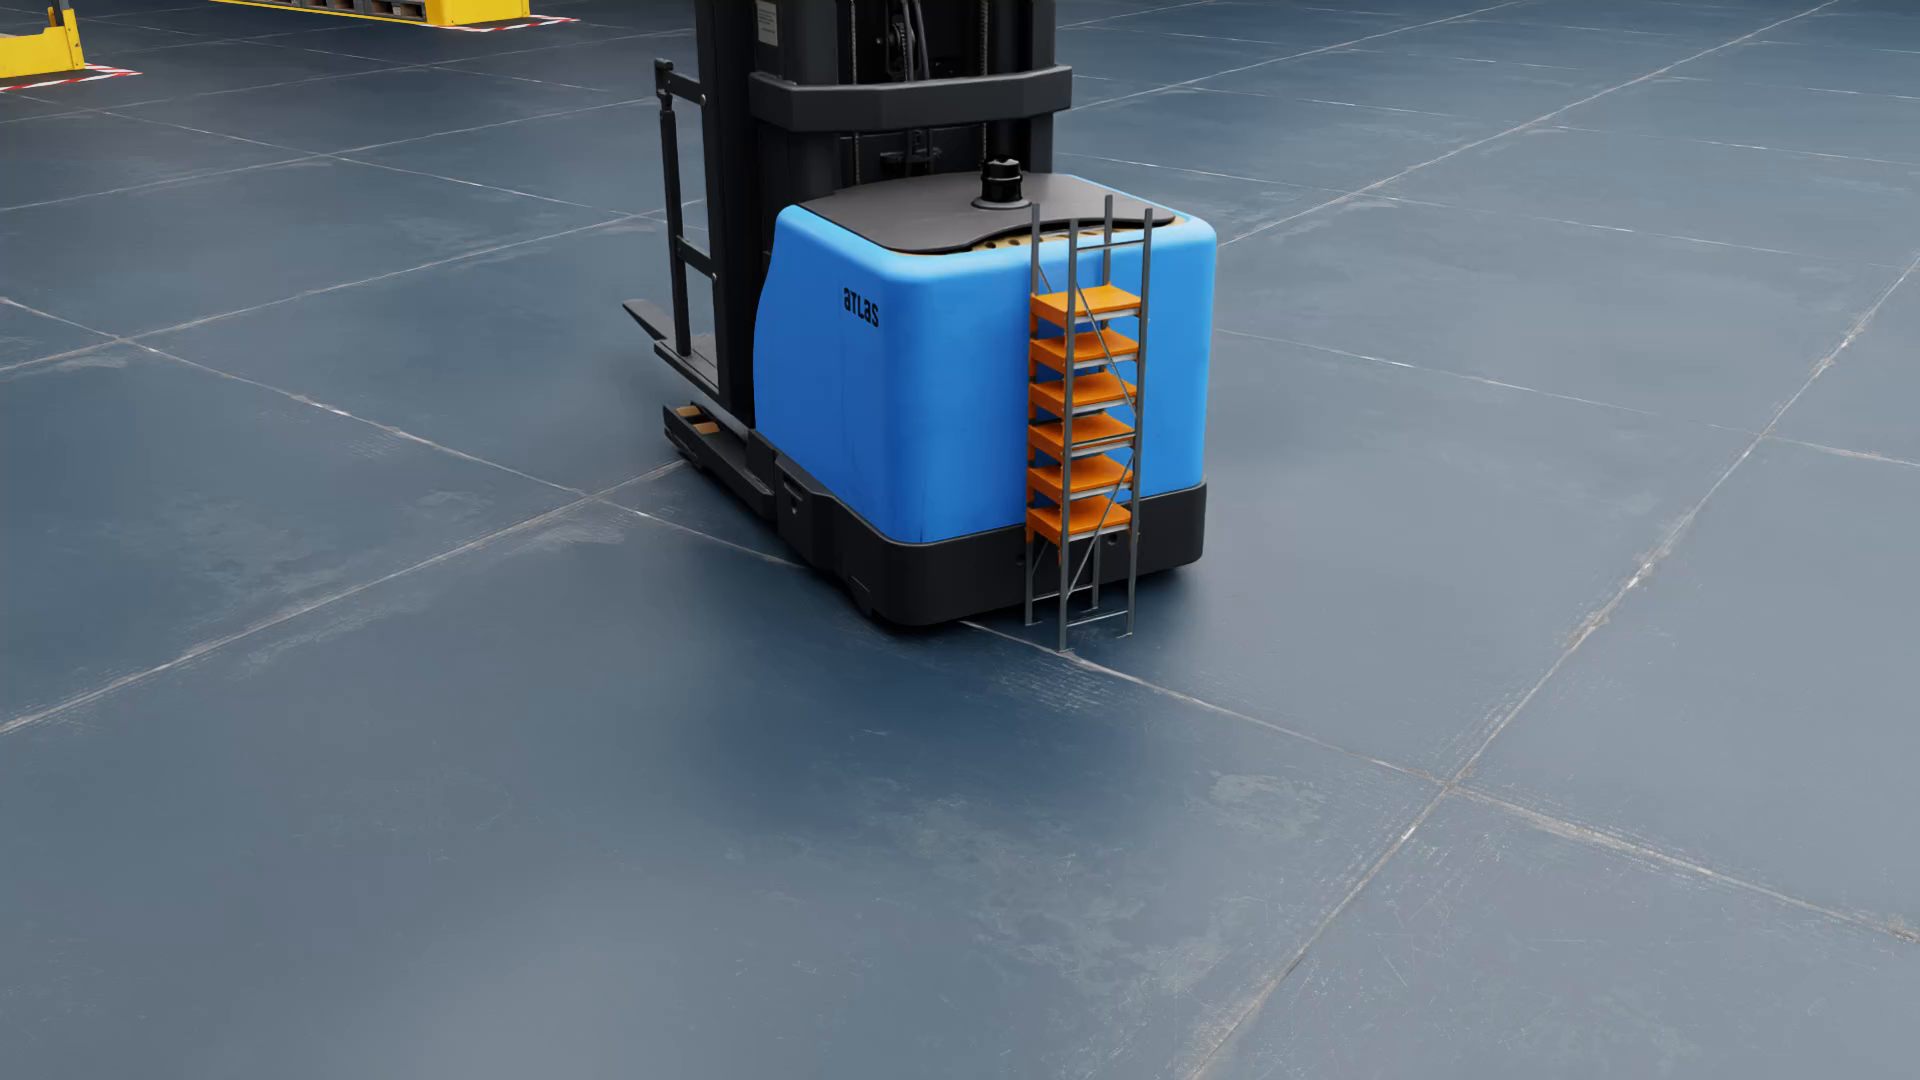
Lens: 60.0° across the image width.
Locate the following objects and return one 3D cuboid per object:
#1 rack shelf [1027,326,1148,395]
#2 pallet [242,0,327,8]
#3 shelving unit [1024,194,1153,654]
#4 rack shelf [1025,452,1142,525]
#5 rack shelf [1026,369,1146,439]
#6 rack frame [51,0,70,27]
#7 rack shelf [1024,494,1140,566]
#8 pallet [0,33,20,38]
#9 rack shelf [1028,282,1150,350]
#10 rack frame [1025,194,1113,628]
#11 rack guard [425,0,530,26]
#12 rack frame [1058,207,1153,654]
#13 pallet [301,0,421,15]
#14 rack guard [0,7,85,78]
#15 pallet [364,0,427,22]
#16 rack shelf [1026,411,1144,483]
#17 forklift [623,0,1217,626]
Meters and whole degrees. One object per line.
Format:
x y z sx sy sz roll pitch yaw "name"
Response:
0.332 -0.472 4.347 0.258 0.103 0.180 -12 27 -25 "rack shelf"
-7.803 -6.546 19.845 1.213 0.211 1.003 17 29 33 "pallet"
0.332 -0.293 4.426 0.258 1.200 0.189 -12 27 -25 "shelving unit"
0.332 -0.142 4.492 0.258 0.103 0.180 -12 27 -25 "rack shelf"
0.332 -0.362 4.396 0.258 0.103 0.180 -12 27 -25 "rack shelf"
-8.131 -5.408 13.803 0.127 3.000 1.000 17 29 33 "rack frame"
0.332 -0.032 4.541 0.258 0.103 0.180 -12 27 -25 "rack shelf"
-8.867 -4.333 14.823 1.213 0.211 1.003 17 29 33 "pallet"
0.332 -0.581 4.299 0.258 0.103 0.180 -12 27 -25 "rack shelf"
0.289 -0.325 4.500 0.240 1.200 0.006 -12 27 -25 "rack frame"
-5.221 -5.880 17.976 0.348 0.500 1.175 17 29 33 "rack guard"
0.375 -0.260 4.352 0.240 1.200 0.006 -12 27 -25 "rack frame"
-6.822 -6.251 19.176 1.213 0.211 1.003 17 29 33 "pallet"
-8.220 -4.267 14.315 0.348 0.500 1.175 17 29 33 "rack guard"
-5.850 -5.956 18.506 1.213 0.211 1.003 17 29 33 "pallet"
0.332 -0.252 4.444 0.258 0.103 0.180 -12 27 -25 "rack shelf"
-0.408 -1.664 5.391 1.130 2.935 3.031 -12 27 -25 "forklift"
